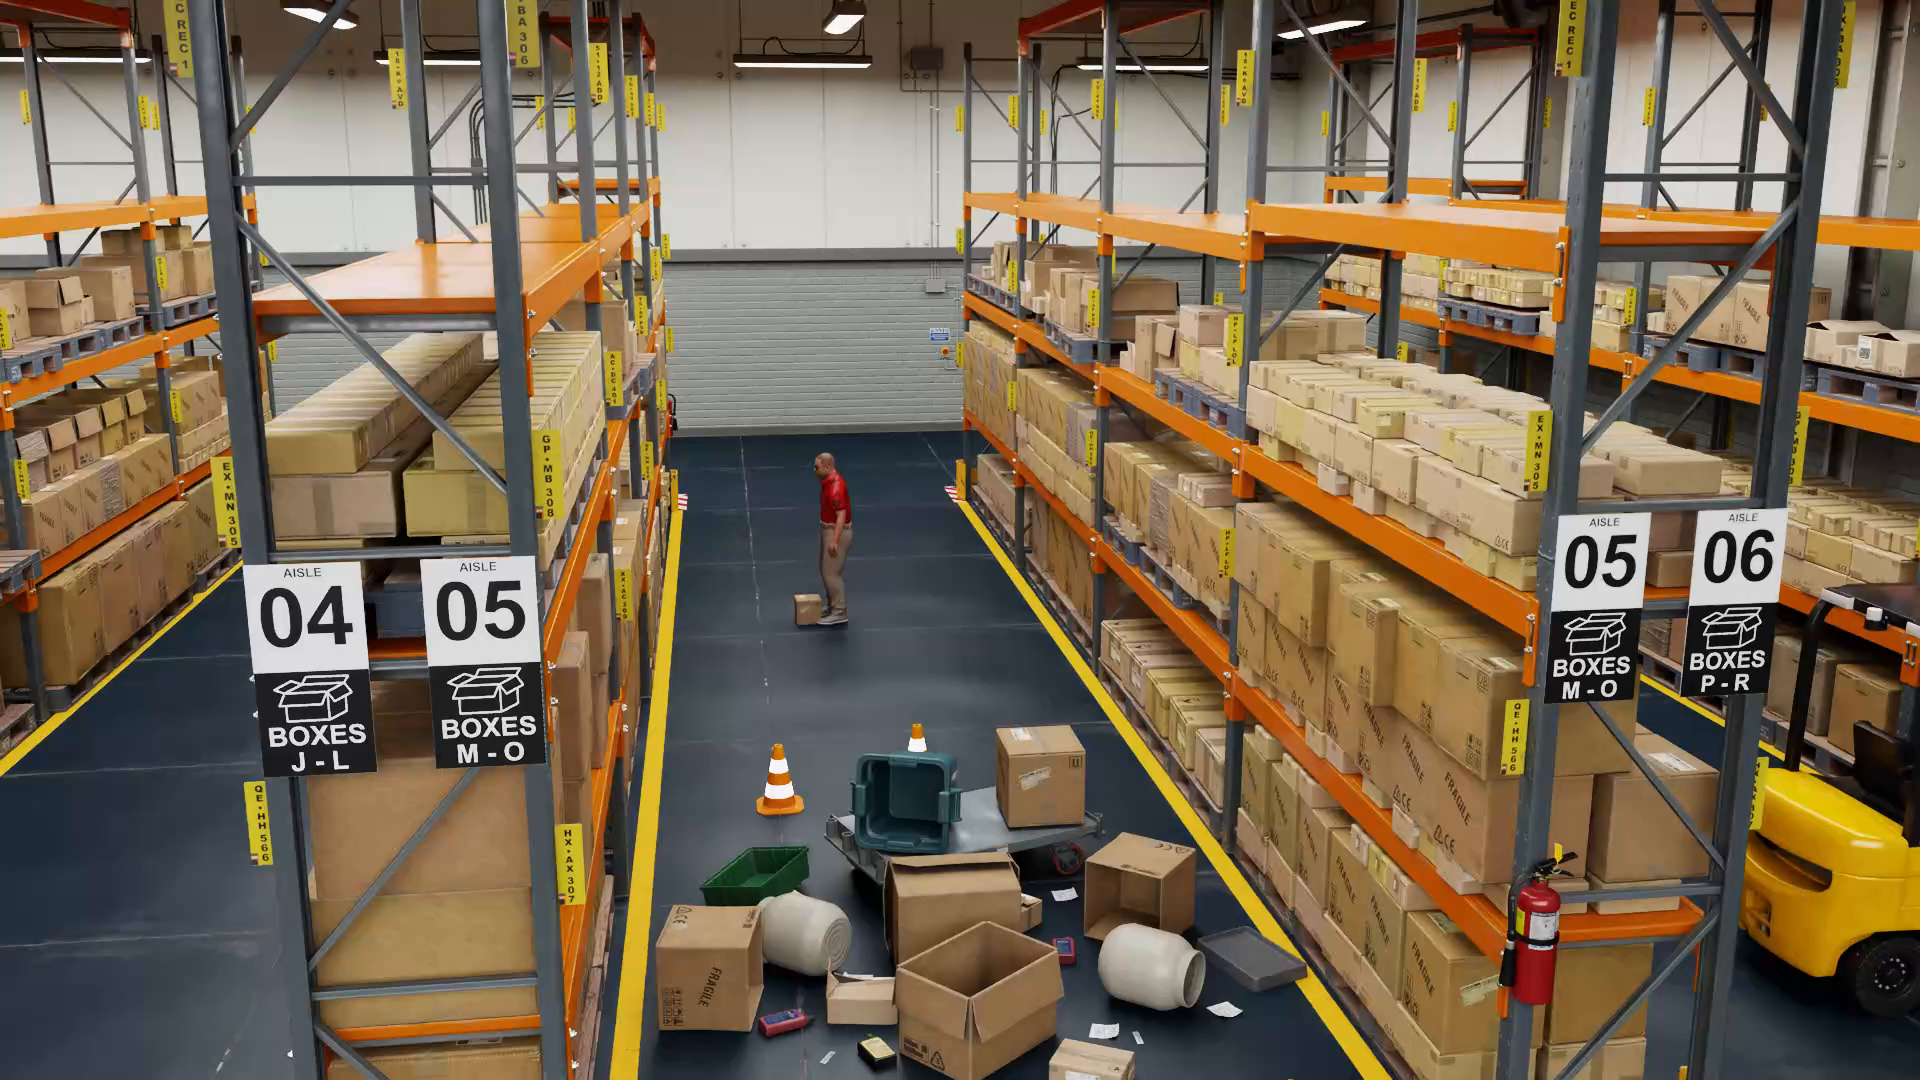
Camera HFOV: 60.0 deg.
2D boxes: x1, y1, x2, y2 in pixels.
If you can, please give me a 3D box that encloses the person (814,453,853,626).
[{"bbox_3d":[-1.281,-0.030,16.645,0.393,1.725,0.595,-3,13,-11],"label":"person"}]
